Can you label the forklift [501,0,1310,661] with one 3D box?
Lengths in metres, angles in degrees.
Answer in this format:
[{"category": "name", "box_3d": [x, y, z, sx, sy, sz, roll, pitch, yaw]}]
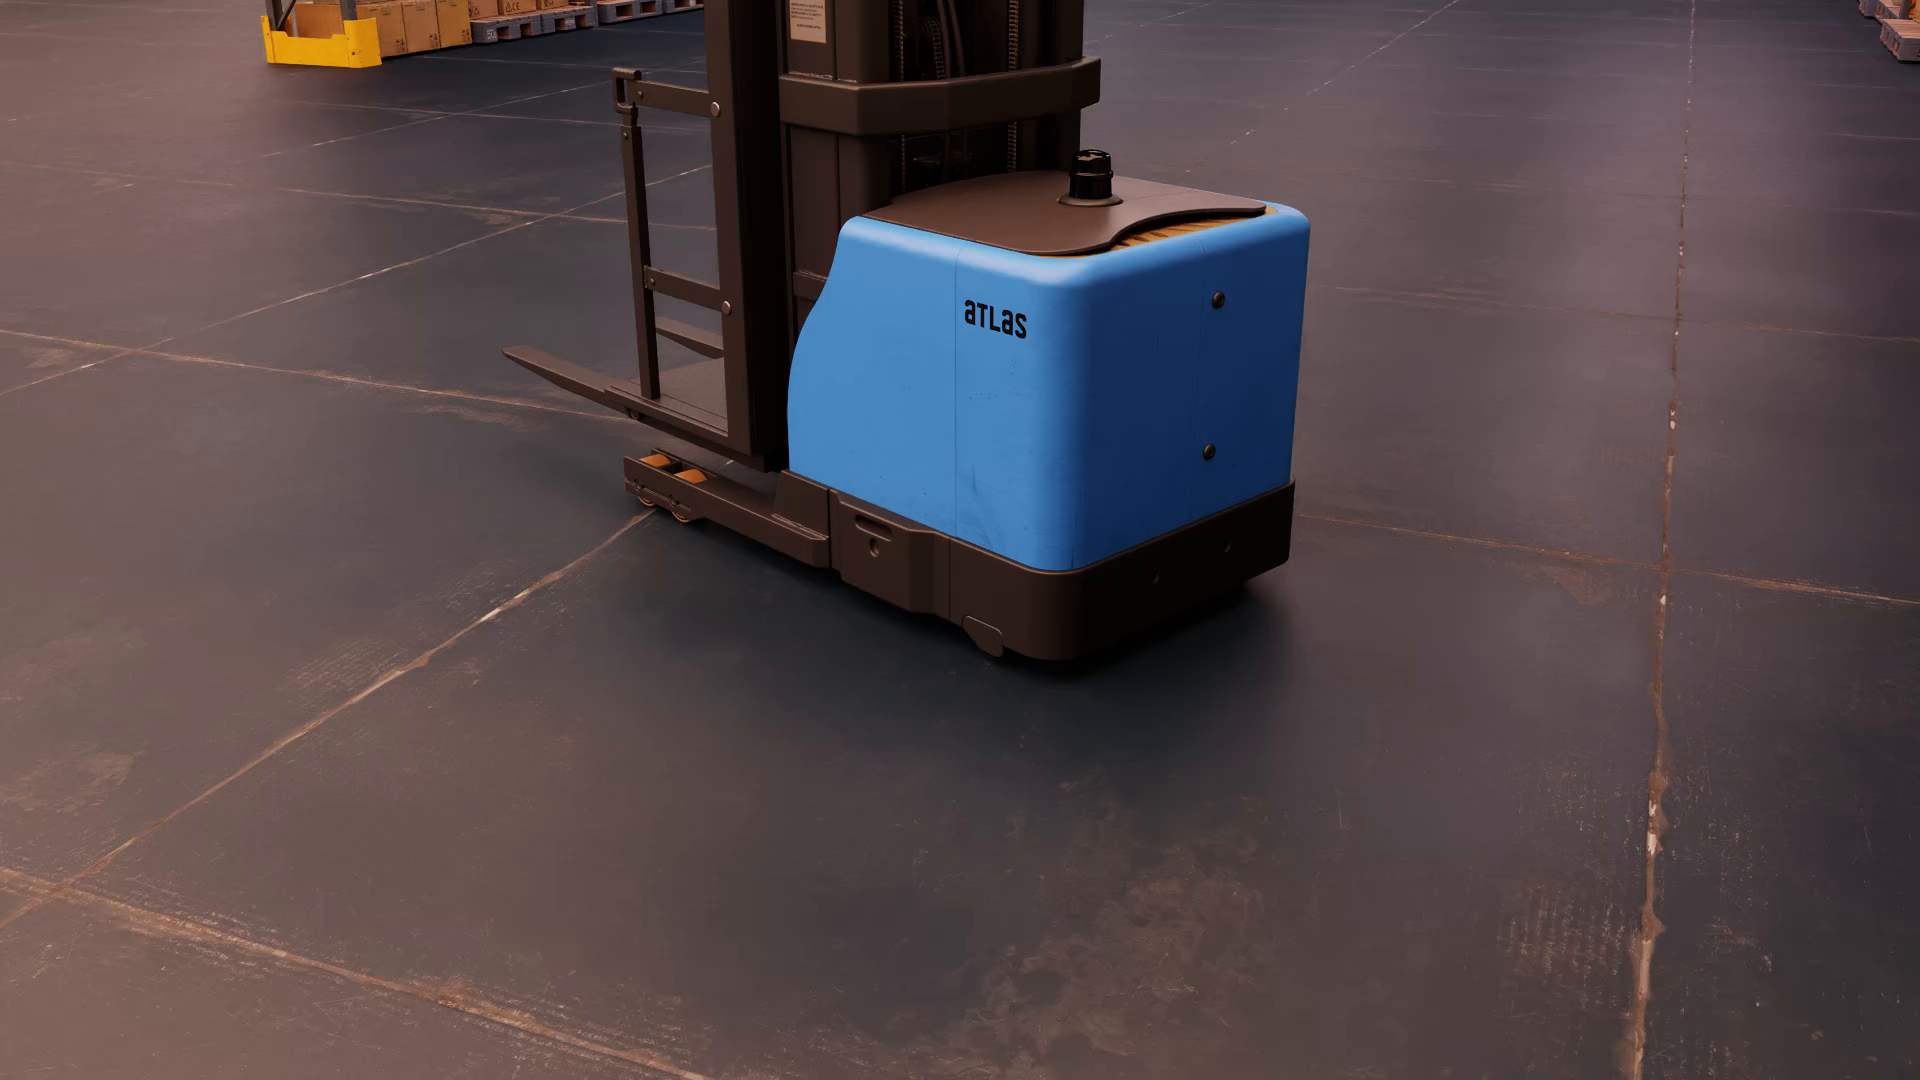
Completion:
[{"category": "forklift", "box_3d": [-0.431, -1.527, 4.945, 1.130, 2.935, 3.031, -20, 30, -40]}]
